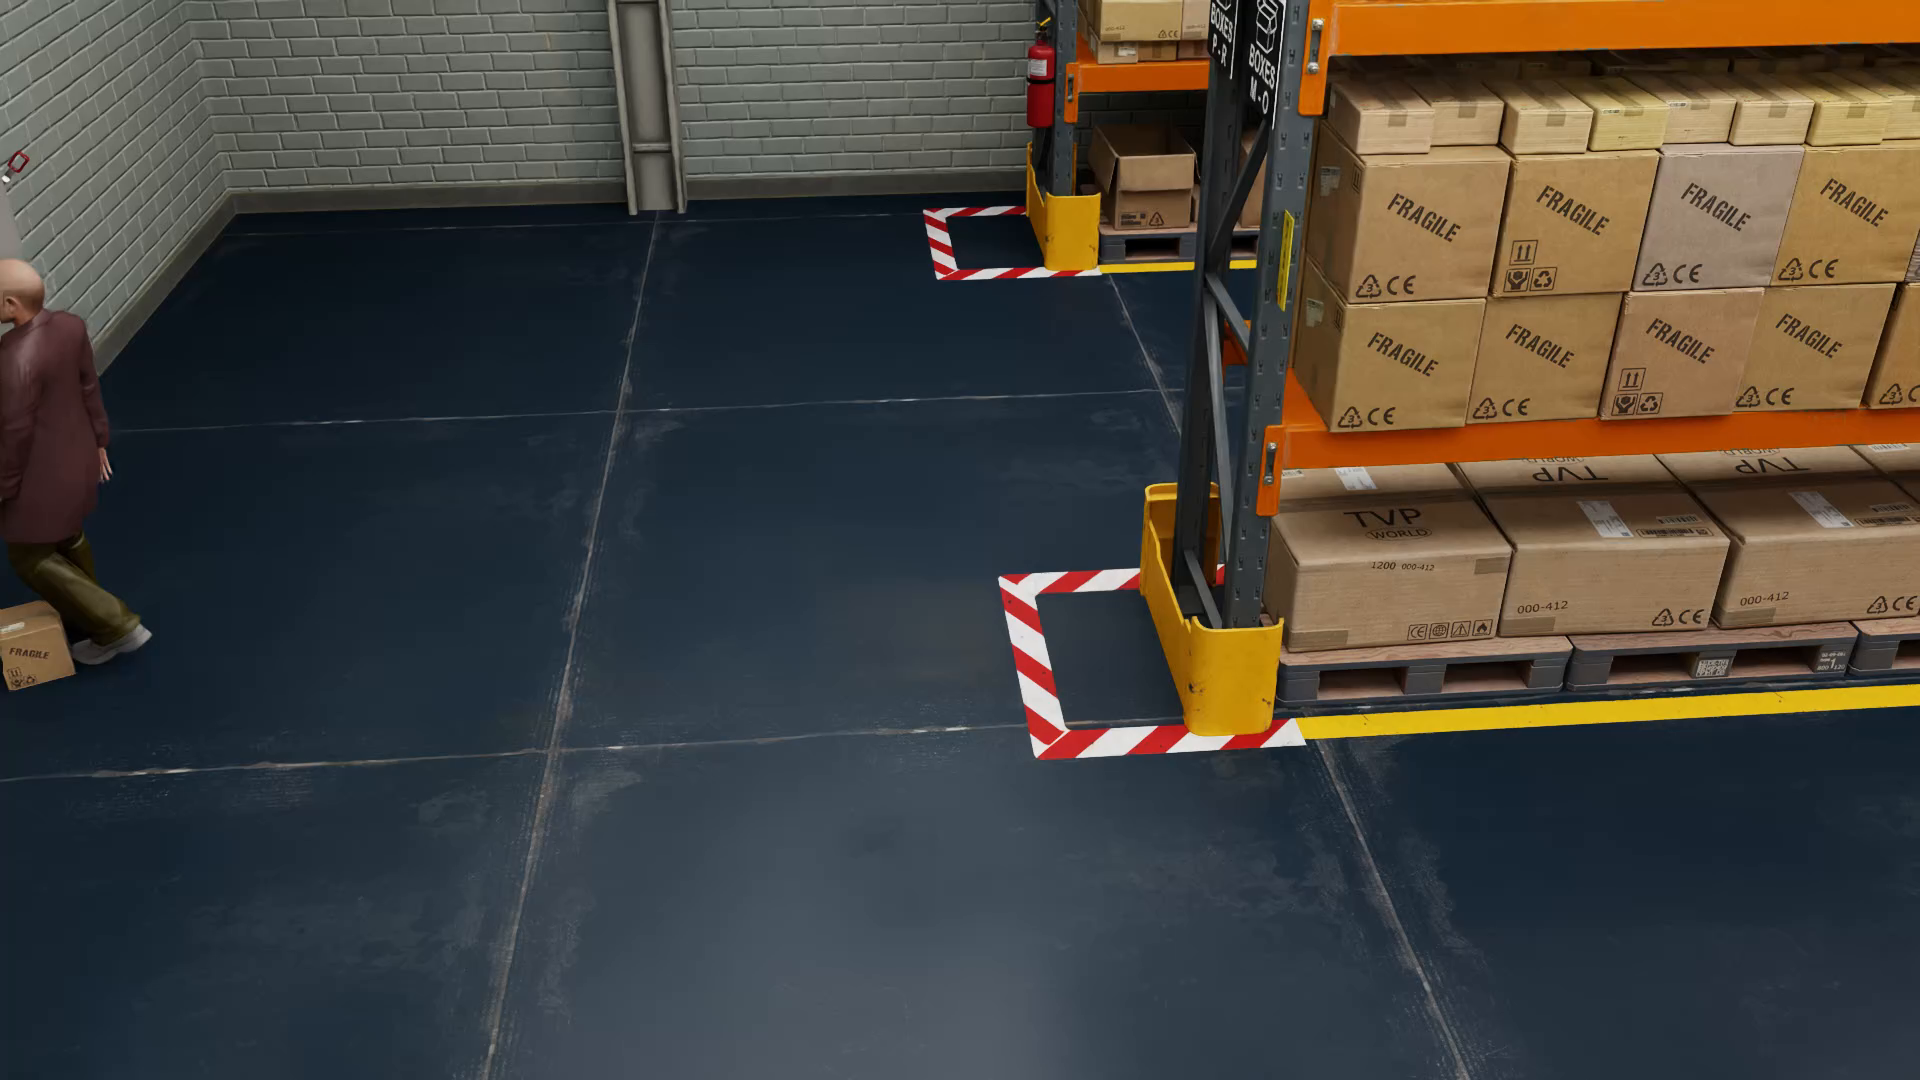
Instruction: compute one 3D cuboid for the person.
[{"bbox_3d":[-3.726,-0.287,6.655,0.701,1.764,0.634,2,31,4],"label":"person"}]
